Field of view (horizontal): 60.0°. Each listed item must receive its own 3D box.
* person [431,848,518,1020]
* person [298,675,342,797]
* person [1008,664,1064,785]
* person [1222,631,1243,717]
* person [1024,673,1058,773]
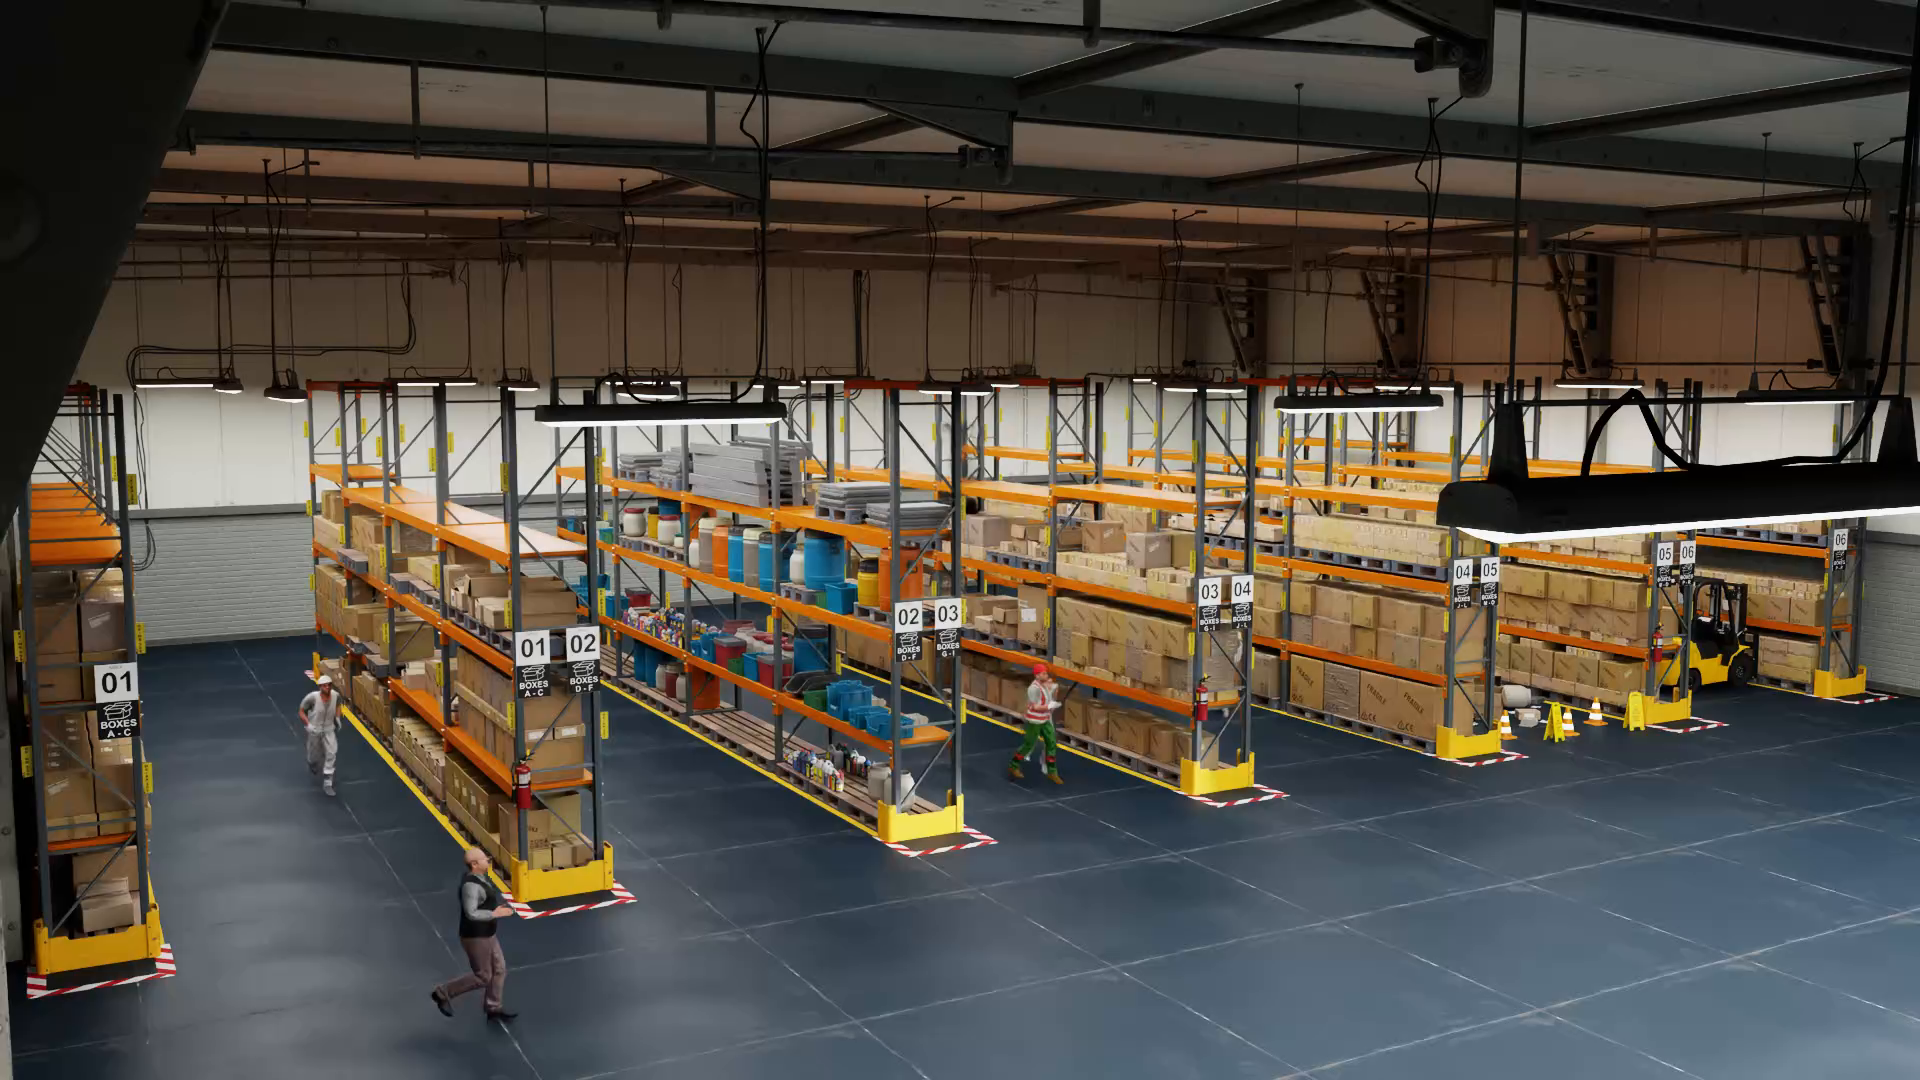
[{"bbox_3d":[-4.670,3.790,15.959,0.791,1.694,0.662,-1,6,-9],"label":"person"},{"bbox_3d":[-9.480,2.851,24.666,0.658,1.772,1.073,-5,8,-37],"label":"person"},{"bbox_3d":[1.162,2.758,25.048,0.877,1.825,0.652,4,7,30],"label":"person"},{"bbox_3d":[4.779,2.369,29.992,0.707,1.600,1.071,-3,7,-24],"label":"person"},{"bbox_3d":[1.244,2.814,25.982,0.604,1.615,0.957,-2,6,-21],"label":"person"}]
